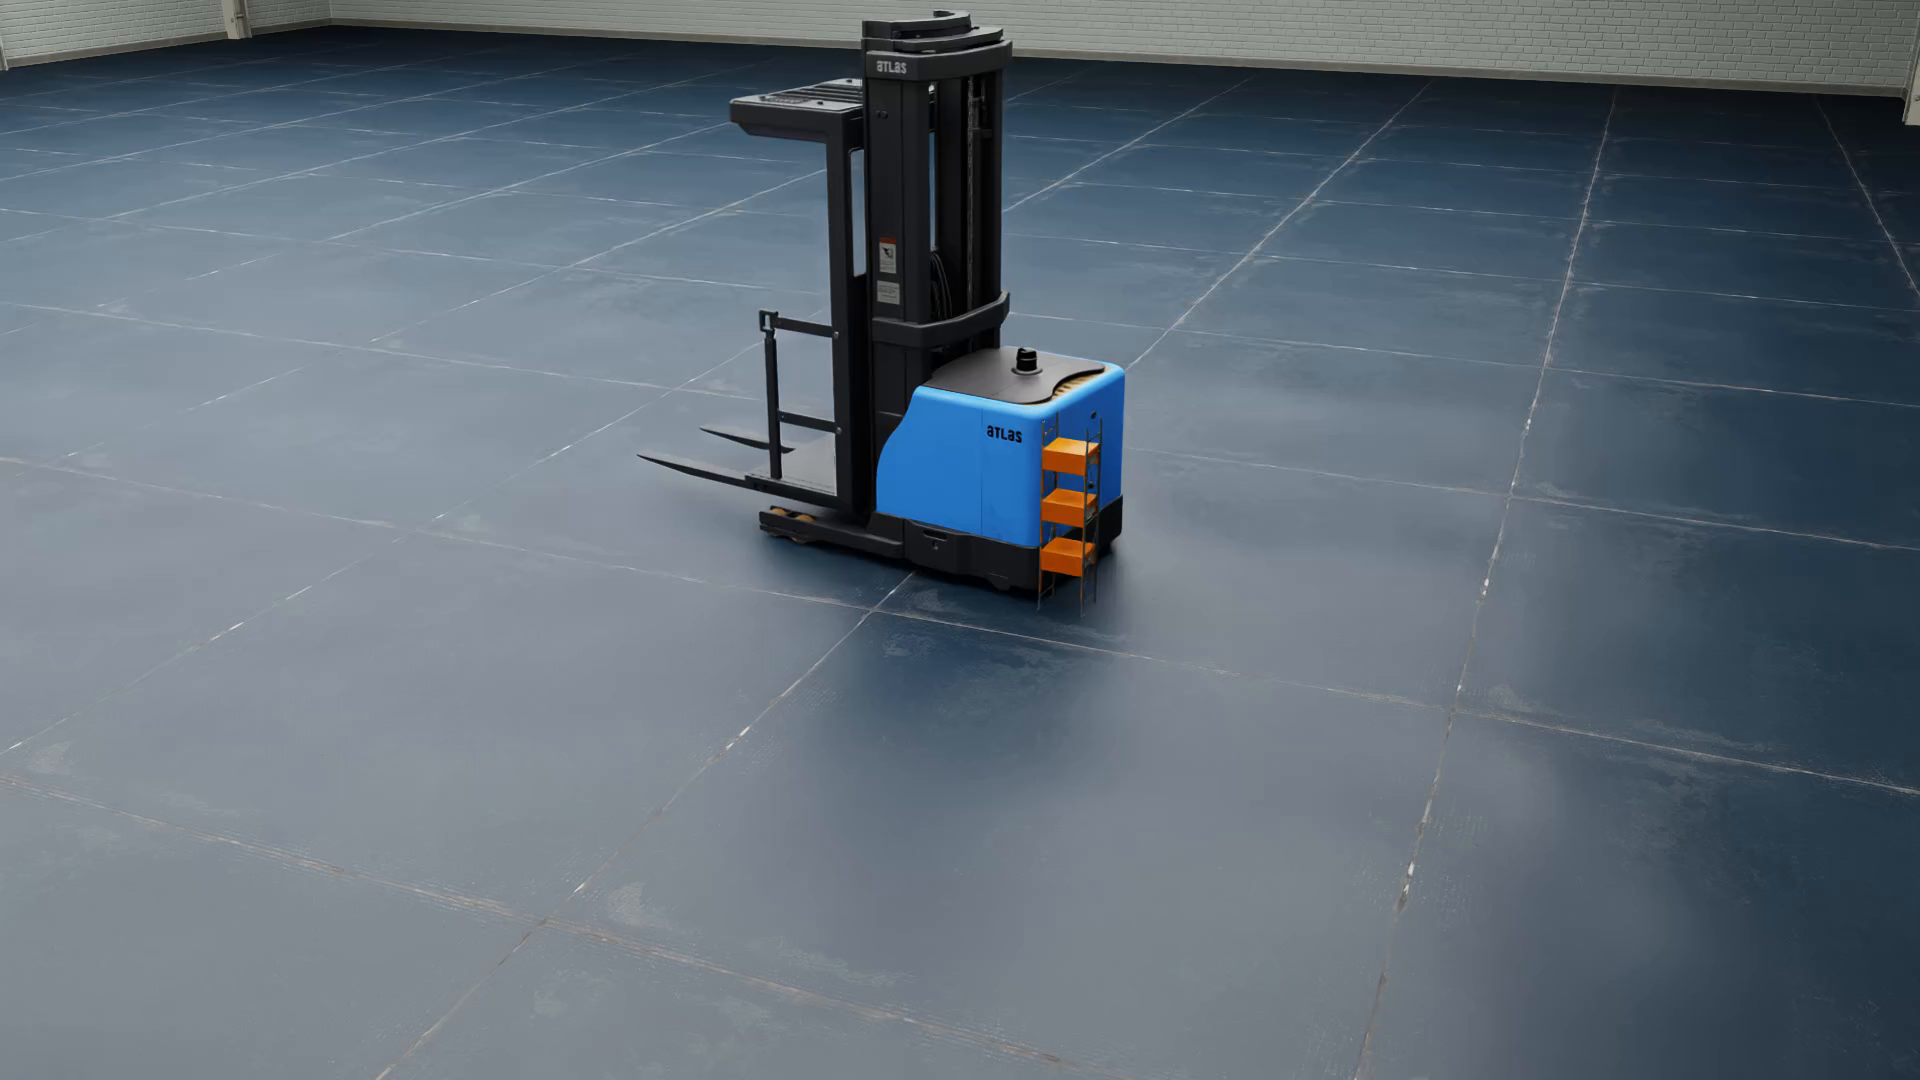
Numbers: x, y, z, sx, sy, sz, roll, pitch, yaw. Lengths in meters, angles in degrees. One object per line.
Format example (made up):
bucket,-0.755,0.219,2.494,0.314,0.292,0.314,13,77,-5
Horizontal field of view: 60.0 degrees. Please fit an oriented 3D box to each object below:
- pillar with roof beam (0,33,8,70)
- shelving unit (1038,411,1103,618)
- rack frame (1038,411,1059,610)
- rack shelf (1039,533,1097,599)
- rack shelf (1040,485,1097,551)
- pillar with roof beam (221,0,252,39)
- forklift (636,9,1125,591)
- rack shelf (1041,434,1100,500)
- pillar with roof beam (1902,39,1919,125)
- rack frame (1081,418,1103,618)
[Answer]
pillar with roof beam,-13.471,-12.010,26.828,9.100,9.000,0.400,9,24,20
shelving unit,0.574,-0.127,8.691,0.252,1.050,0.215,11,25,24
rack frame,0.465,-0.148,8.740,0.008,1.050,0.200,11,25,24
rack shelf,0.574,0.139,8.802,0.240,0.259,0.215,11,25,24
rack shelf,0.574,-0.117,8.695,0.240,0.259,0.215,11,25,24
pillar with roof beam,-11.242,-14.157,31.968,9.100,9.000,0.400,9,24,20
forklift,-0.582,-1.488,9.509,3.031,2.935,1.130,14,26,29
rack shelf,0.574,-0.379,8.585,0.240,0.259,0.215,11,25,24
pillar with roof beam,10.010,-10.880,24.123,9.100,9.000,0.400,9,24,20
rack frame,0.683,-0.106,8.641,0.008,1.050,0.200,11,25,24
